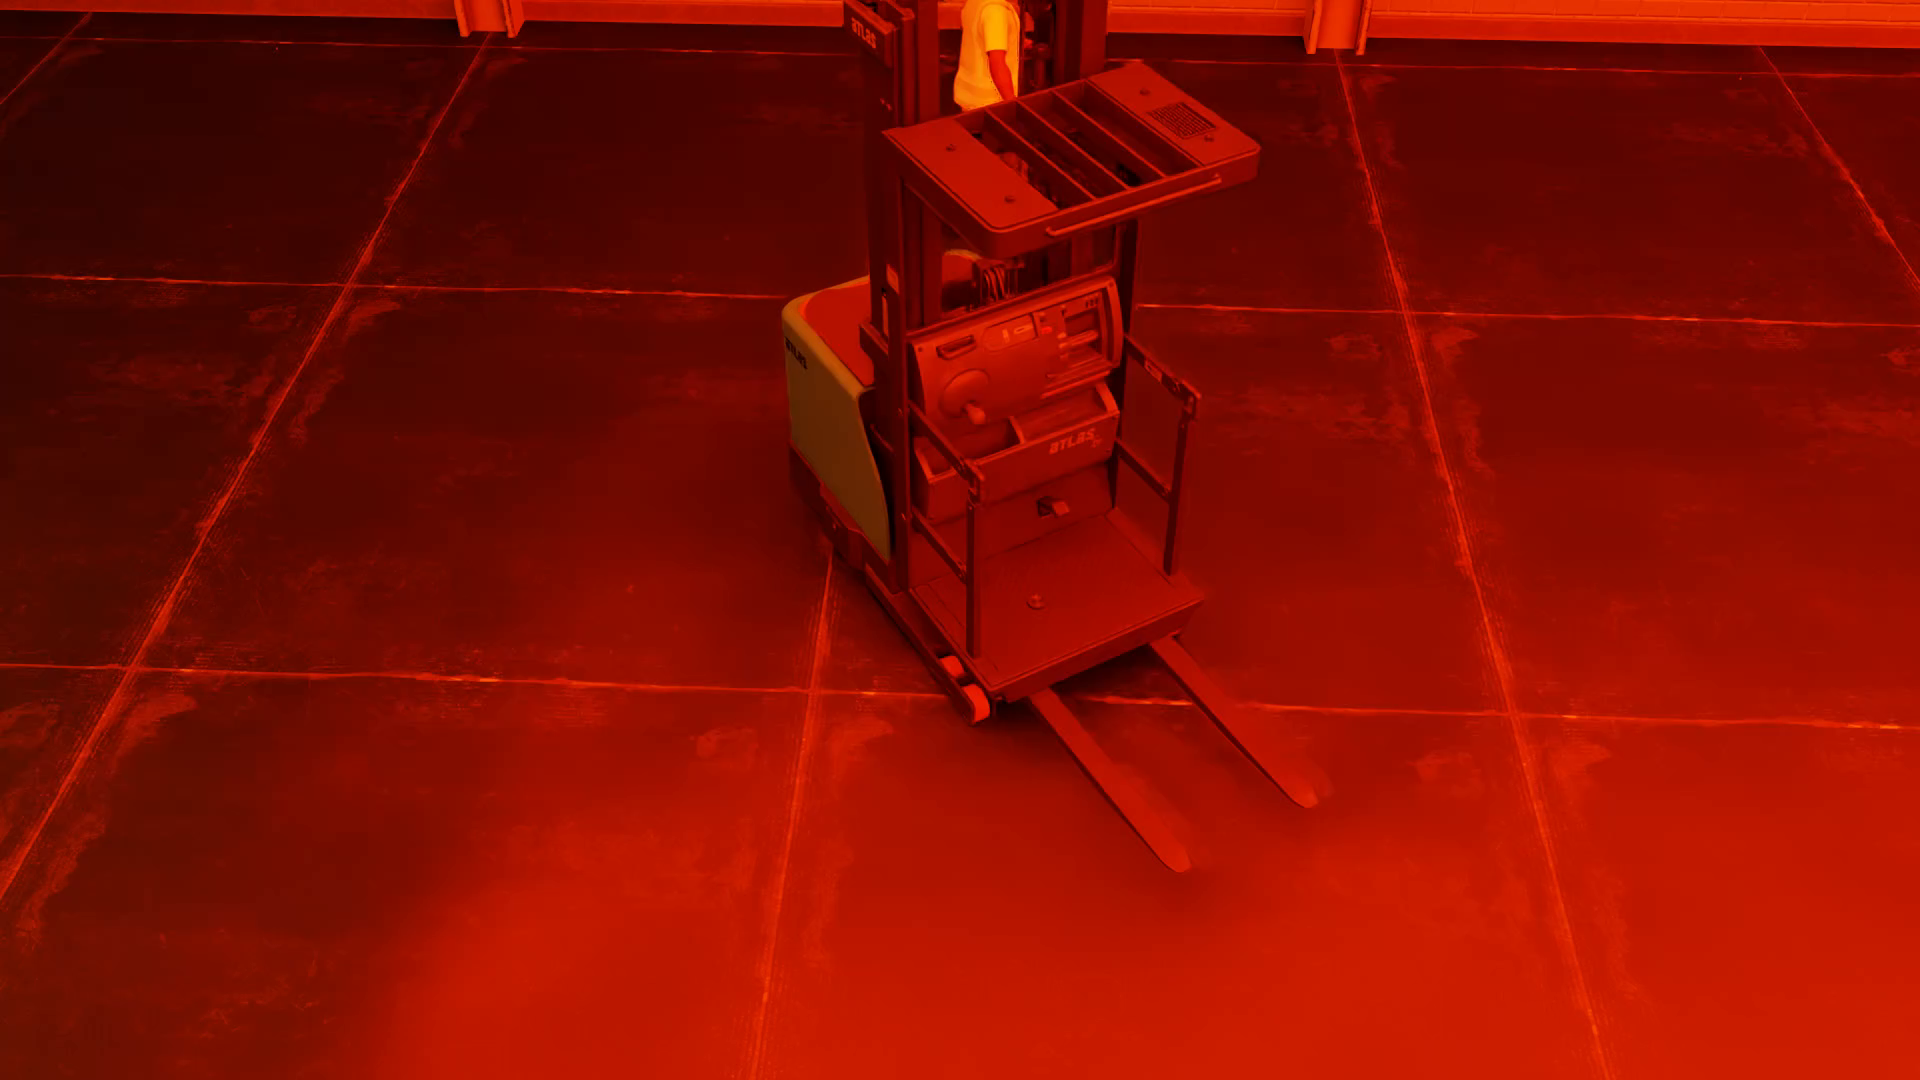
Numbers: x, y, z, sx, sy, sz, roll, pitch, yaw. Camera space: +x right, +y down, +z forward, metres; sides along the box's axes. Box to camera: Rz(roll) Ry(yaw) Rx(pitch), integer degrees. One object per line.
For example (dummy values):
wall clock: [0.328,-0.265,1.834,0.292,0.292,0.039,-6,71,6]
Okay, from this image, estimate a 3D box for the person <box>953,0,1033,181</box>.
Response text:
person: [0.340,-2.552,9.475,0.831,1.639,0.850,-24,48,-24]

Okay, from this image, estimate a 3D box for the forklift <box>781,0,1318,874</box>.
forklift: [0.350,-0.666,6.471,1.130,2.935,3.031,-21,47,-22]
